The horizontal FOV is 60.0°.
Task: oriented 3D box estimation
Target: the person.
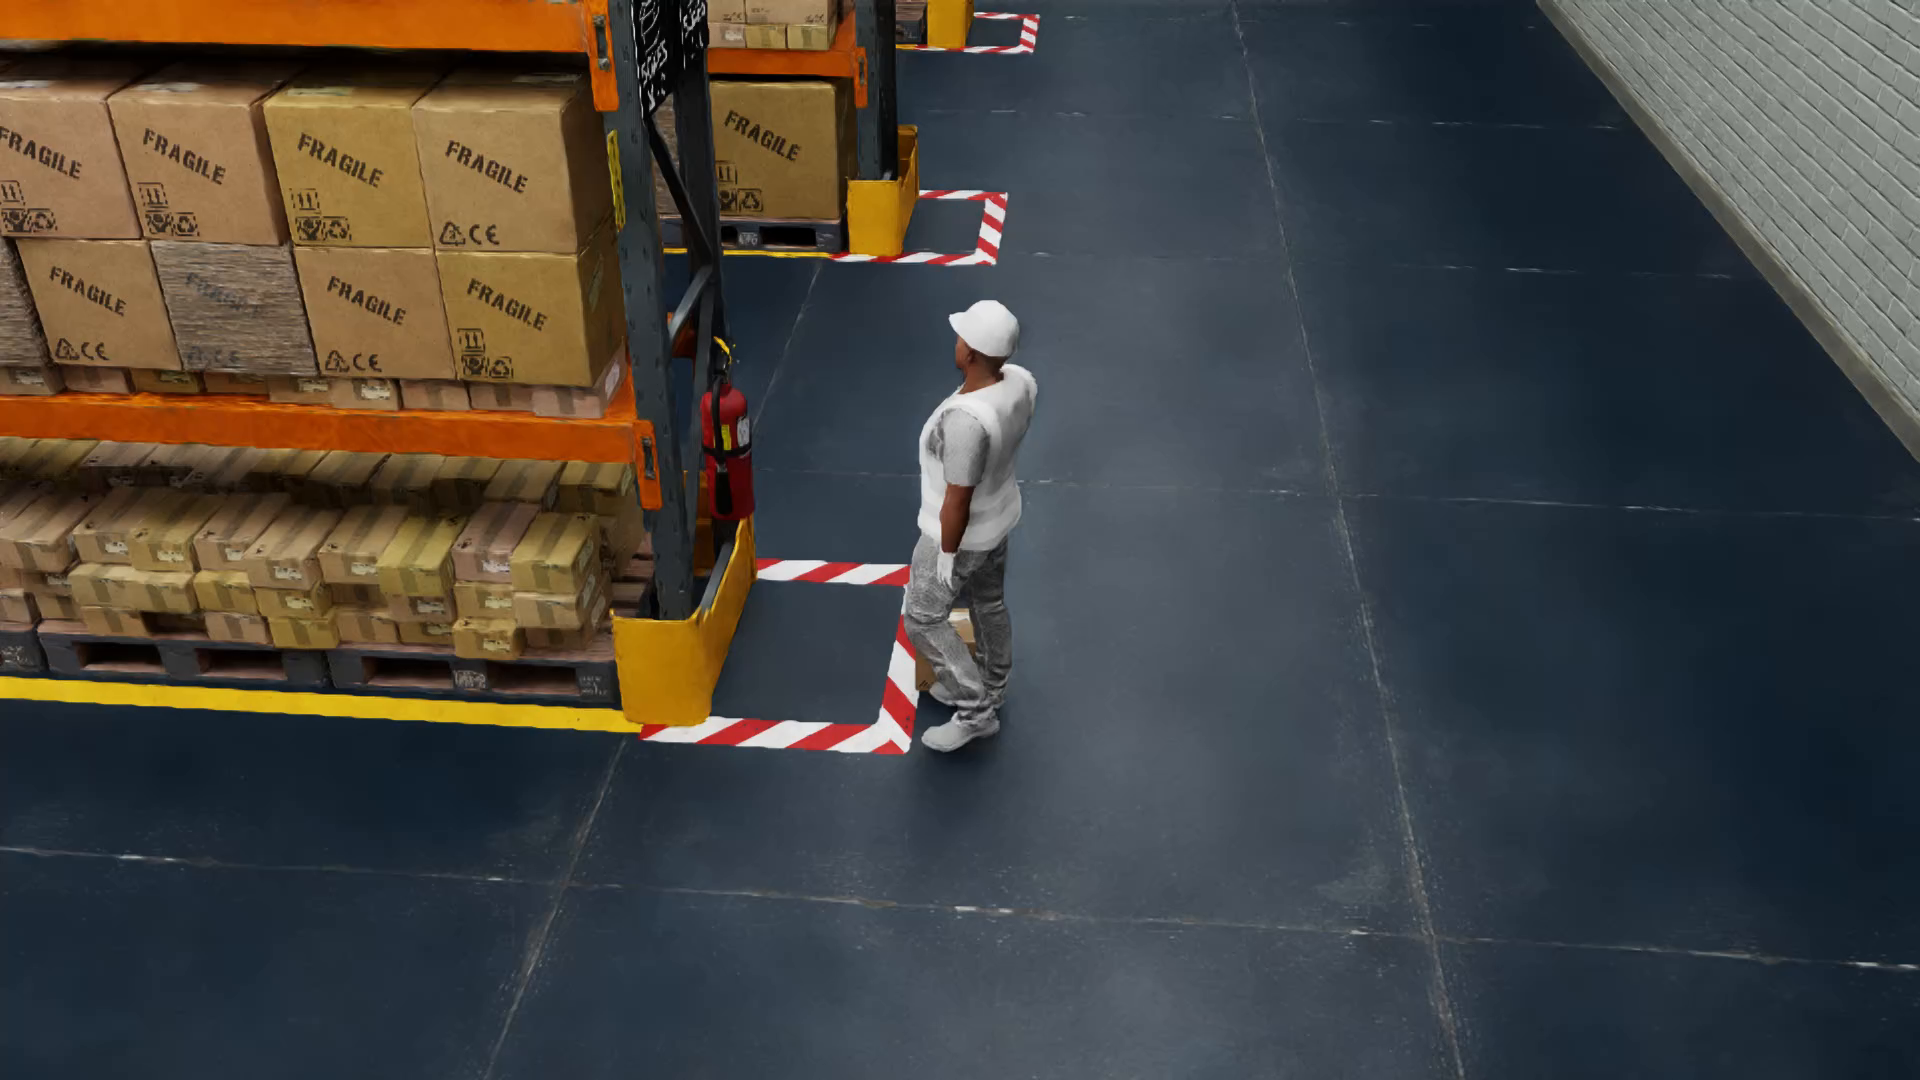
[{"bbox_3d":[0.034,-0.054,6.172,0.400,1.786,0.585,15,35,22],"label":"person"}]
